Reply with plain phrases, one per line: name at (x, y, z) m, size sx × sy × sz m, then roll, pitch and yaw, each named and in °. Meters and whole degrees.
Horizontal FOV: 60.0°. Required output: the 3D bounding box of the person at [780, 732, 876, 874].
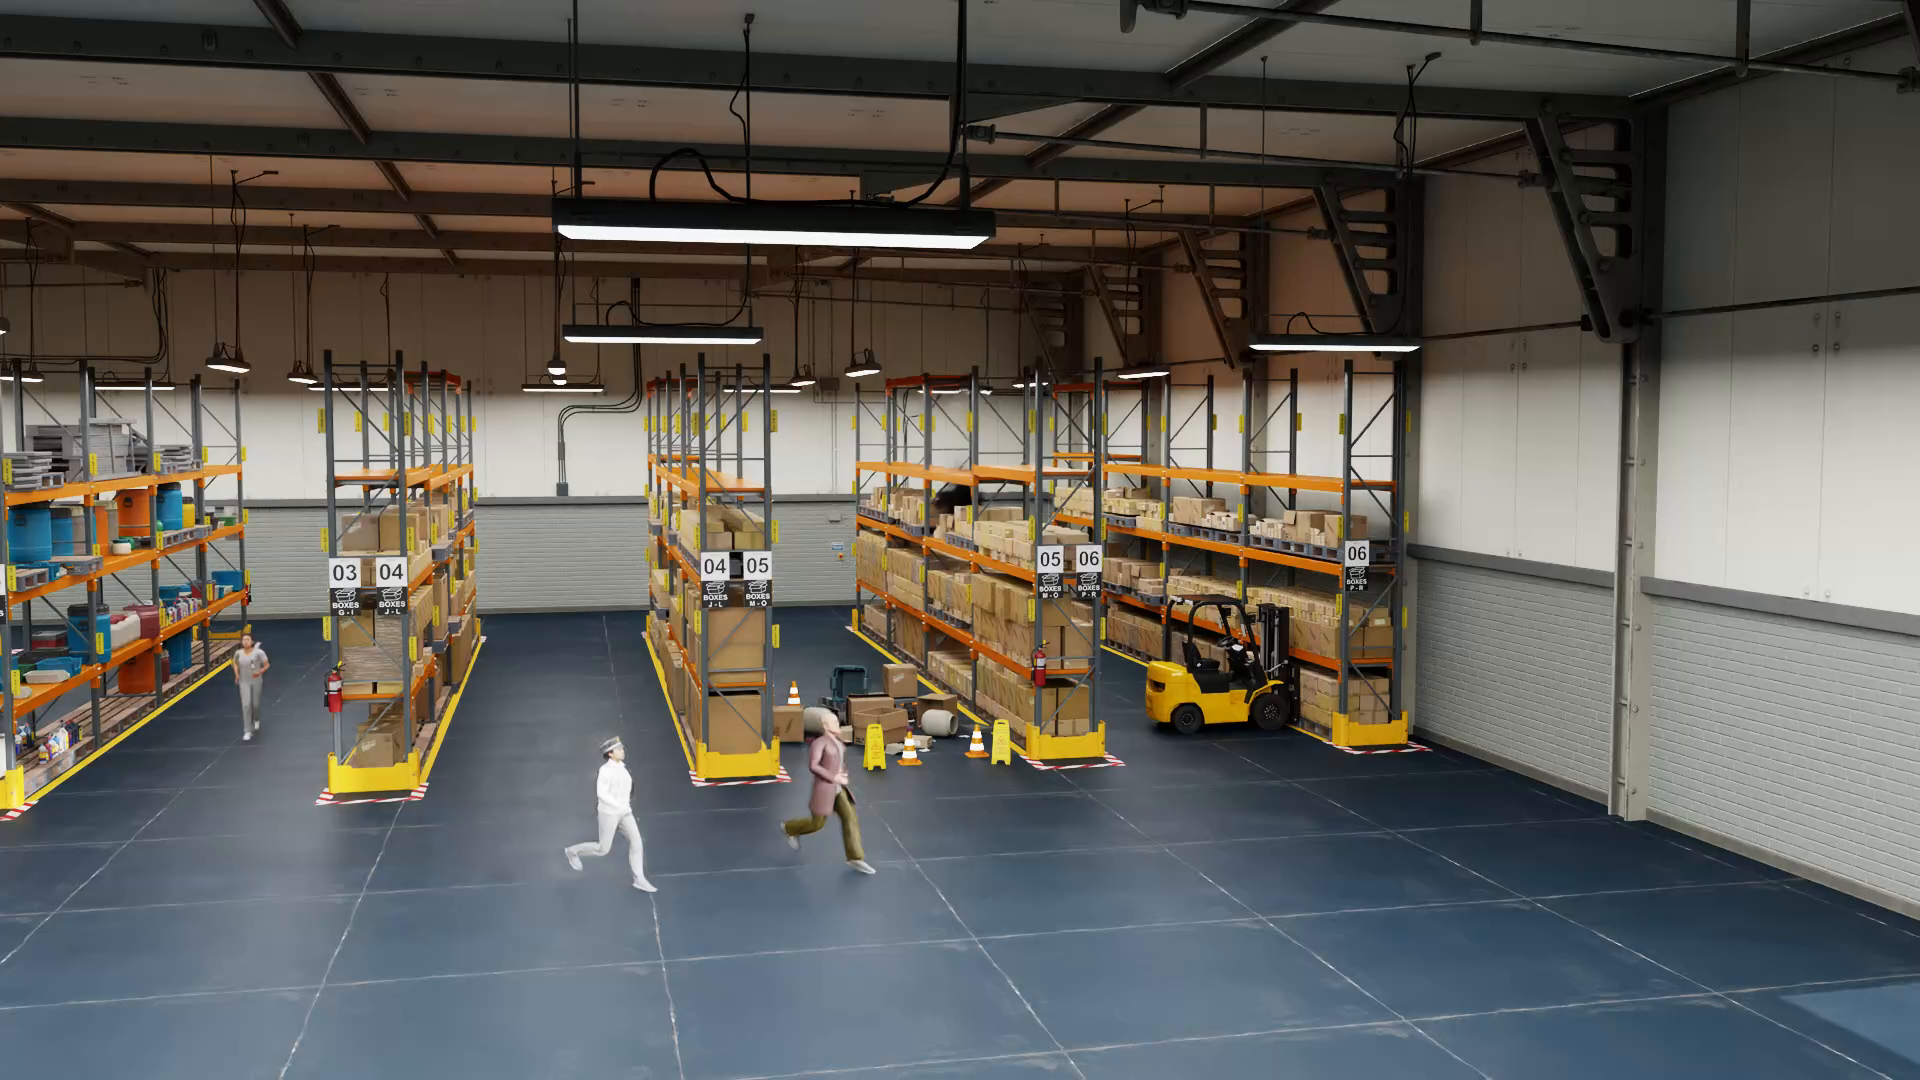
person at (-1.508, 2.936, 18.746) m, size 1.203 × 1.579 × 0.678 m, roll 2°, pitch 5°, yaw 32°

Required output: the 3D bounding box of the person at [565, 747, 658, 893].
person at (-3.754, 2.969, 17.880) m, size 1.041 × 1.643 × 0.590 m, roll 1°, pitch 4°, yaw 18°

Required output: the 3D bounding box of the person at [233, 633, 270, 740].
person at (-11.289, 2.298, 26.506) m, size 0.562 × 1.665 × 0.891 m, roll -1°, pitch 4°, yaw -14°
